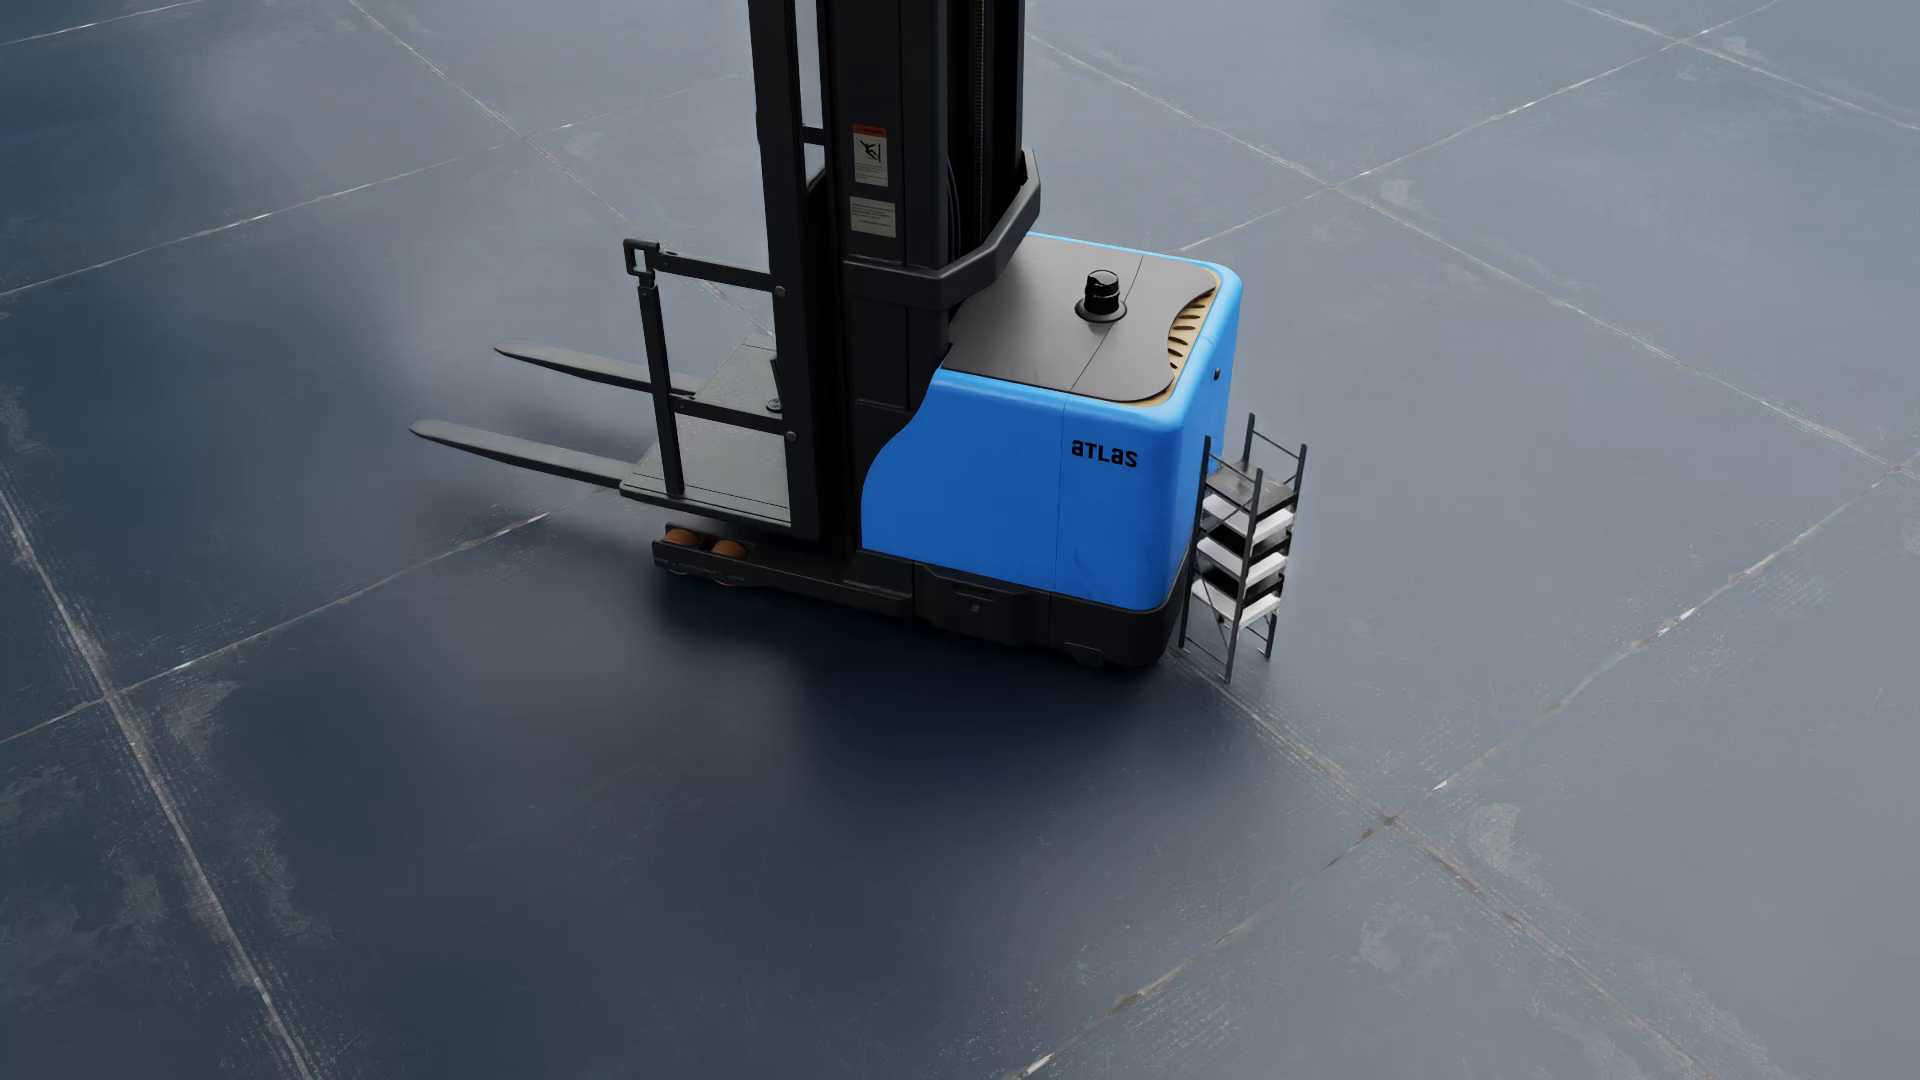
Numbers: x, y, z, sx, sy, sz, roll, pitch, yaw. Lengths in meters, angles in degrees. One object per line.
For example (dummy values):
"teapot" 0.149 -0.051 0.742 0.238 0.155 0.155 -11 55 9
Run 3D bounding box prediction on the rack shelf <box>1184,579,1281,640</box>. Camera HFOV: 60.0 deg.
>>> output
"rack shelf" 0.920 0.204 5.625 0.200 0.077 0.258 -27 46 -30

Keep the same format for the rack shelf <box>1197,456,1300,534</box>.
"rack shelf" 0.926 -0.146 5.343 0.200 0.077 0.258 -27 46 -30

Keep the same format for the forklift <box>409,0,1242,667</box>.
"forklift" -0.592 -1.267 5.483 3.031 2.935 1.130 13 41 15

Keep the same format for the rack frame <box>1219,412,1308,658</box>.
"rack frame" 1.001 -0.002 5.542 0.006 0.900 0.240 -27 46 -30

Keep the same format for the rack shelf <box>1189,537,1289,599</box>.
"rack shelf" 0.922 0.064 5.512 0.200 0.077 0.258 -27 46 -30

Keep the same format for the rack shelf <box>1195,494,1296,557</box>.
"rack shelf" 0.925 -0.076 5.399 0.200 0.077 0.258 -27 46 -30

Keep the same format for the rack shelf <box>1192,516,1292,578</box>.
"rack shelf" 0.924 -0.006 5.456 0.200 0.077 0.258 -27 46 -30

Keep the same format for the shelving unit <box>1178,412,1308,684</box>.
"shelving unit" 0.923 0.038 5.491 0.210 0.900 0.258 -27 46 -30

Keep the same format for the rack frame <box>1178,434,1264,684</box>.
"rack frame" 0.844 0.078 5.440 0.006 0.900 0.240 -27 46 -30

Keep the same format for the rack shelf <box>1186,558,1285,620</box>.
"rack shelf" 0.921 0.134 5.568 0.200 0.077 0.258 -27 46 -30
